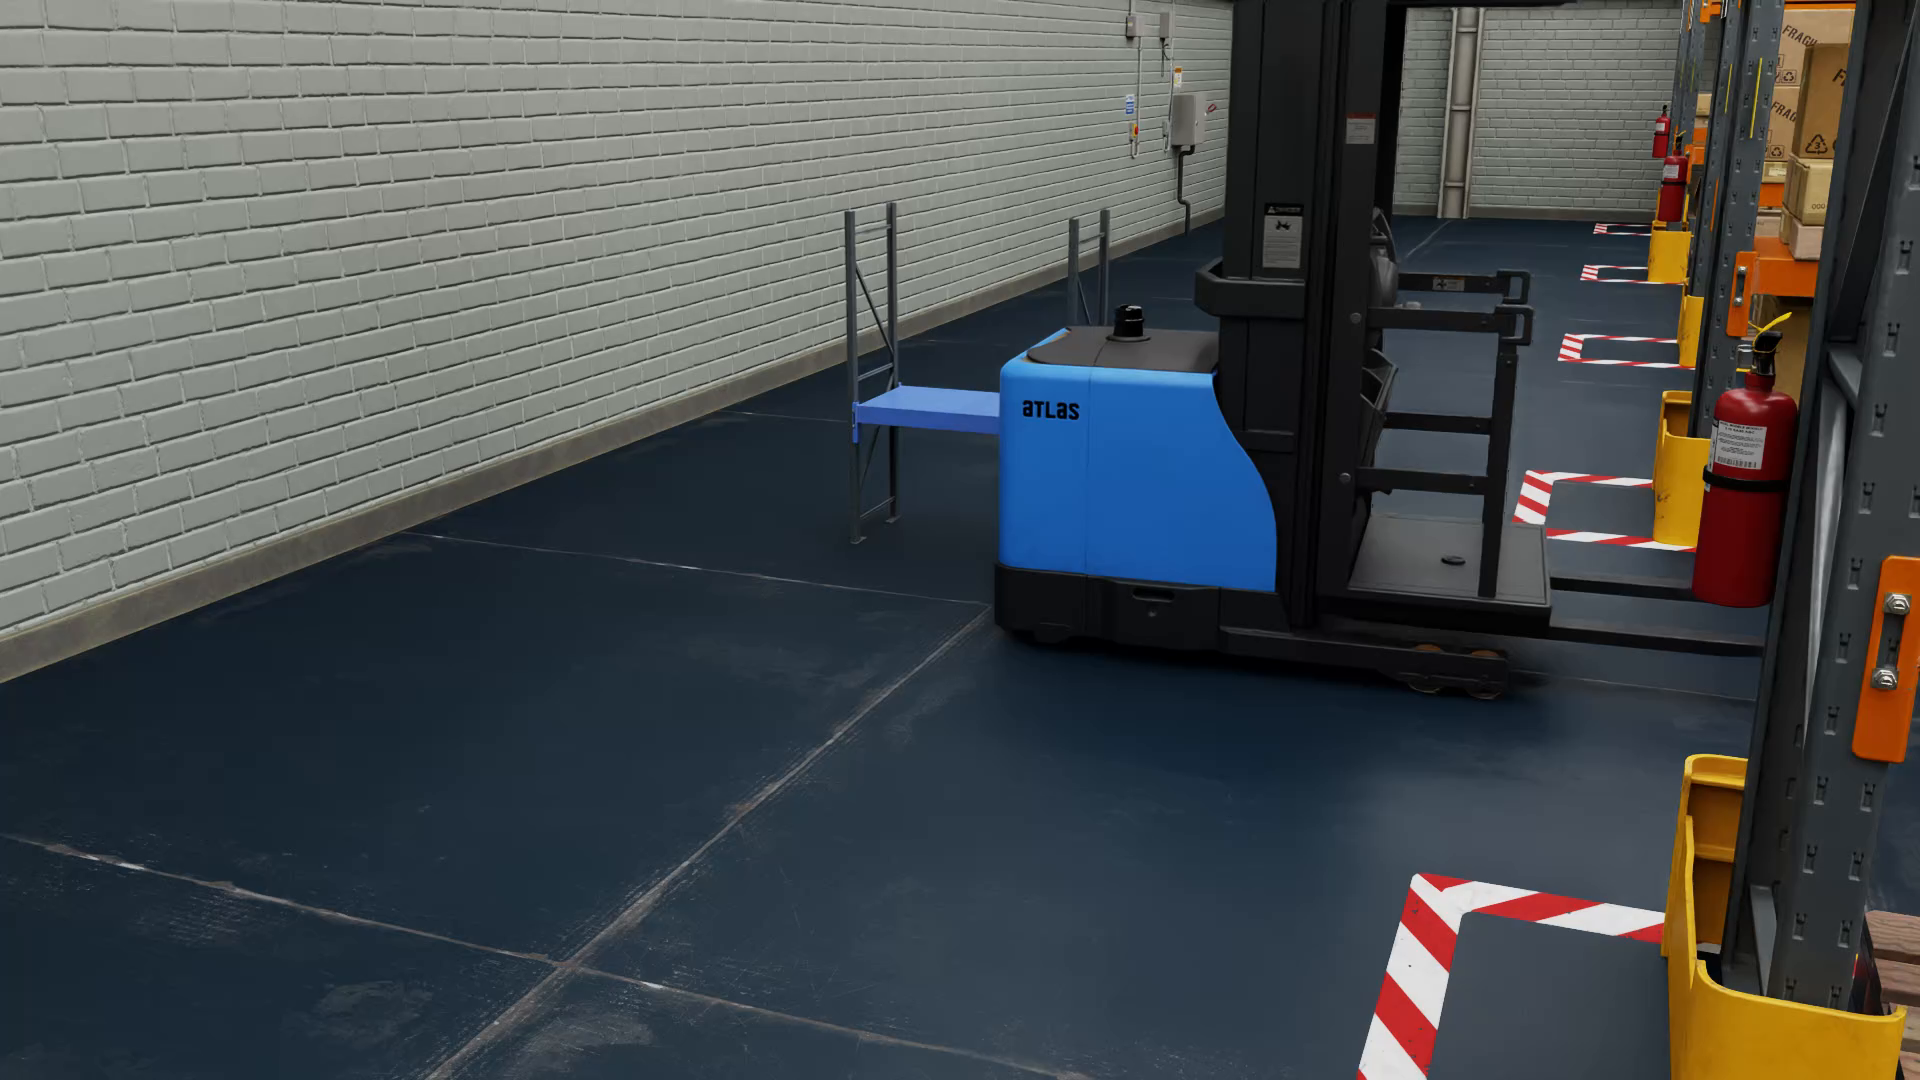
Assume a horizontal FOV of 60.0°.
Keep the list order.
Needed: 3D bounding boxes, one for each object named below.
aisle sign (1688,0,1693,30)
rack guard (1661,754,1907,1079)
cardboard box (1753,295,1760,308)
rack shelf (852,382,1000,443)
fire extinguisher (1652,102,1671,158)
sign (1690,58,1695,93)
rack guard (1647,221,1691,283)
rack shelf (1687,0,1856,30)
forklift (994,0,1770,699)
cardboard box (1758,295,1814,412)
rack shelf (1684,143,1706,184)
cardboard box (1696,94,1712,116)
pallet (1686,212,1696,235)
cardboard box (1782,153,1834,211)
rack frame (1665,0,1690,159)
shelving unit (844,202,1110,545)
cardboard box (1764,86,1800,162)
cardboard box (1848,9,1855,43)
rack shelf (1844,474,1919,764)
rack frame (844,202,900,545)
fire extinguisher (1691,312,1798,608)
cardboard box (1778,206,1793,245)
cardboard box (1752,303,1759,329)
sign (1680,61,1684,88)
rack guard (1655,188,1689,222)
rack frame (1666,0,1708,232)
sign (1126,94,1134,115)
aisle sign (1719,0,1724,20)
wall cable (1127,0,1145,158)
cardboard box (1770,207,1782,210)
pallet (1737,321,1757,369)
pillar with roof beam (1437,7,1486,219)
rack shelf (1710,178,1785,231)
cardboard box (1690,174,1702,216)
[{"bbox_3d":[7.258,-5.464,16.452,0.004,0.787,0.394,6,17,21],"label":"aisle sign"},{"bbox_3d":[1.730,0.928,3.580,0.348,0.500,1.175,6,17,21],"label":"rack guard"},{"bbox_3d":[6.084,-1.829,12.421,0.250,0.149,0.380,6,17,19],"label":"cardboard box"},{"bbox_3d":[0.078,-0.540,7.490,1.000,0.185,0.538,6,17,20],"label":"rack shelf"},{"bbox_3d":[8.722,-5.095,20.650,0.183,0.674,0.296,6,17,21],"label":"fire extinguisher"},{"bbox_3d":[7.002,-4.438,15.887,0.005,0.325,0.100,6,17,21],"label":"sign"},{"bbox_3d":[7.188,-2.930,16.869,0.348,0.500,1.175,6,17,21],"label":"rack guard"},{"bbox_3d":[10.889,-6.306,19.925,4.000,0.370,1.077,6,17,21],"label":"rack shelf"},{"bbox_3d":[1.706,-1.021,5.934,3.031,2.935,1.130,5,17,17],"label":"forklift"},{"bbox_3d":[4.199,-0.694,7.743,0.875,0.875,0.875,6,17,21],"label":"cardboard box"},{"bbox_3d":[9.071,-3.578,15.908,4.000,0.370,1.077,6,17,21],"label":"rack shelf"},{"bbox_3d":[9.352,-5.370,20.527,0.500,0.250,0.500,6,17,21],"label":"cardboard box"},{"bbox_3d":[9.841,-3.987,21.030,1.213,0.211,1.003,6,17,21],"label":"pallet"},{"bbox_3d":[4.123,-1.648,7.705,0.500,0.250,0.500,6,17,20],"label":"cardboard box"},{"bbox_3d":[9.029,-5.416,20.948,0.127,3.000,1.000,6,17,21],"label":"rack frame"},{"bbox_3d":[0.078,-0.713,7.440,1.048,1.500,0.538,6,17,20],"label":"shelving unit"},{"bbox_3d":[5.805,-2.907,11.594,0.500,0.500,0.500,7,18,23],"label":"cardboard box"},{"bbox_3d":[6.281,-3.340,11.292,0.500,0.500,0.500,7,18,22],"label":"cardboard box"},{"bbox_3d":[3.618,0.277,2.630,4.000,0.370,1.077,6,17,21],"label":"rack shelf"},{"bbox_3d":[-0.396,-0.764,7.616,0.032,1.500,0.500,6,17,20],"label":"rack frame"},{"bbox_3d":[1.784,-0.190,3.756,0.183,0.674,0.296,6,17,21],"label":"fire extinguisher"},{"bbox_3d":[4.027,-1.486,7.863,0.250,0.149,0.380,7,17,22],"label":"cardboard box"},{"bbox_3d":[6.055,-1.667,12.394,0.250,0.149,0.380,7,17,22],"label":"cardboard box"},{"bbox_3d":[8.830,-5.691,20.343,0.005,0.325,0.100,6,17,21],"label":"sign"},{"bbox_3d":[9.099,-4.207,21.270,0.348,0.500,1.175,6,17,21],"label":"rack guard"},{"bbox_3d":[7.211,-4.128,16.512,0.127,3.000,1.000,6,17,21],"label":"rack frame"},{"bbox_3d":[1.882,-4.822,18.419,0.001,0.218,0.327,6,17,21],"label":"sign"},{"bbox_3d":[5.531,-4.167,11.986,0.004,0.787,0.394,6,17,21],"label":"aisle sign"},{"bbox_3d":[1.957,-5.202,18.332,0.123,1.953,0.585,6,17,21],"label":"wall cable"},{"bbox_3d":[10.344,-4.232,20.602,0.500,0.500,0.700,7,18,23],"label":"cardboard box"},{"bbox_3d":[6.302,-1.395,12.099,1.213,0.211,1.003,6,17,21],"label":"pallet"},{"bbox_3d":[5.272,-7.690,18.021,0.400,9.000,9.100,6,17,21],"label":"pillar with roof beam"},{"bbox_3d":[7.349,-2.284,11.450,4.000,0.370,1.077,6,17,21],"label":"rack shelf"},{"bbox_3d":[9.563,-4.331,20.937,0.637,0.503,0.797,6,17,18],"label":"cardboard box"}]
